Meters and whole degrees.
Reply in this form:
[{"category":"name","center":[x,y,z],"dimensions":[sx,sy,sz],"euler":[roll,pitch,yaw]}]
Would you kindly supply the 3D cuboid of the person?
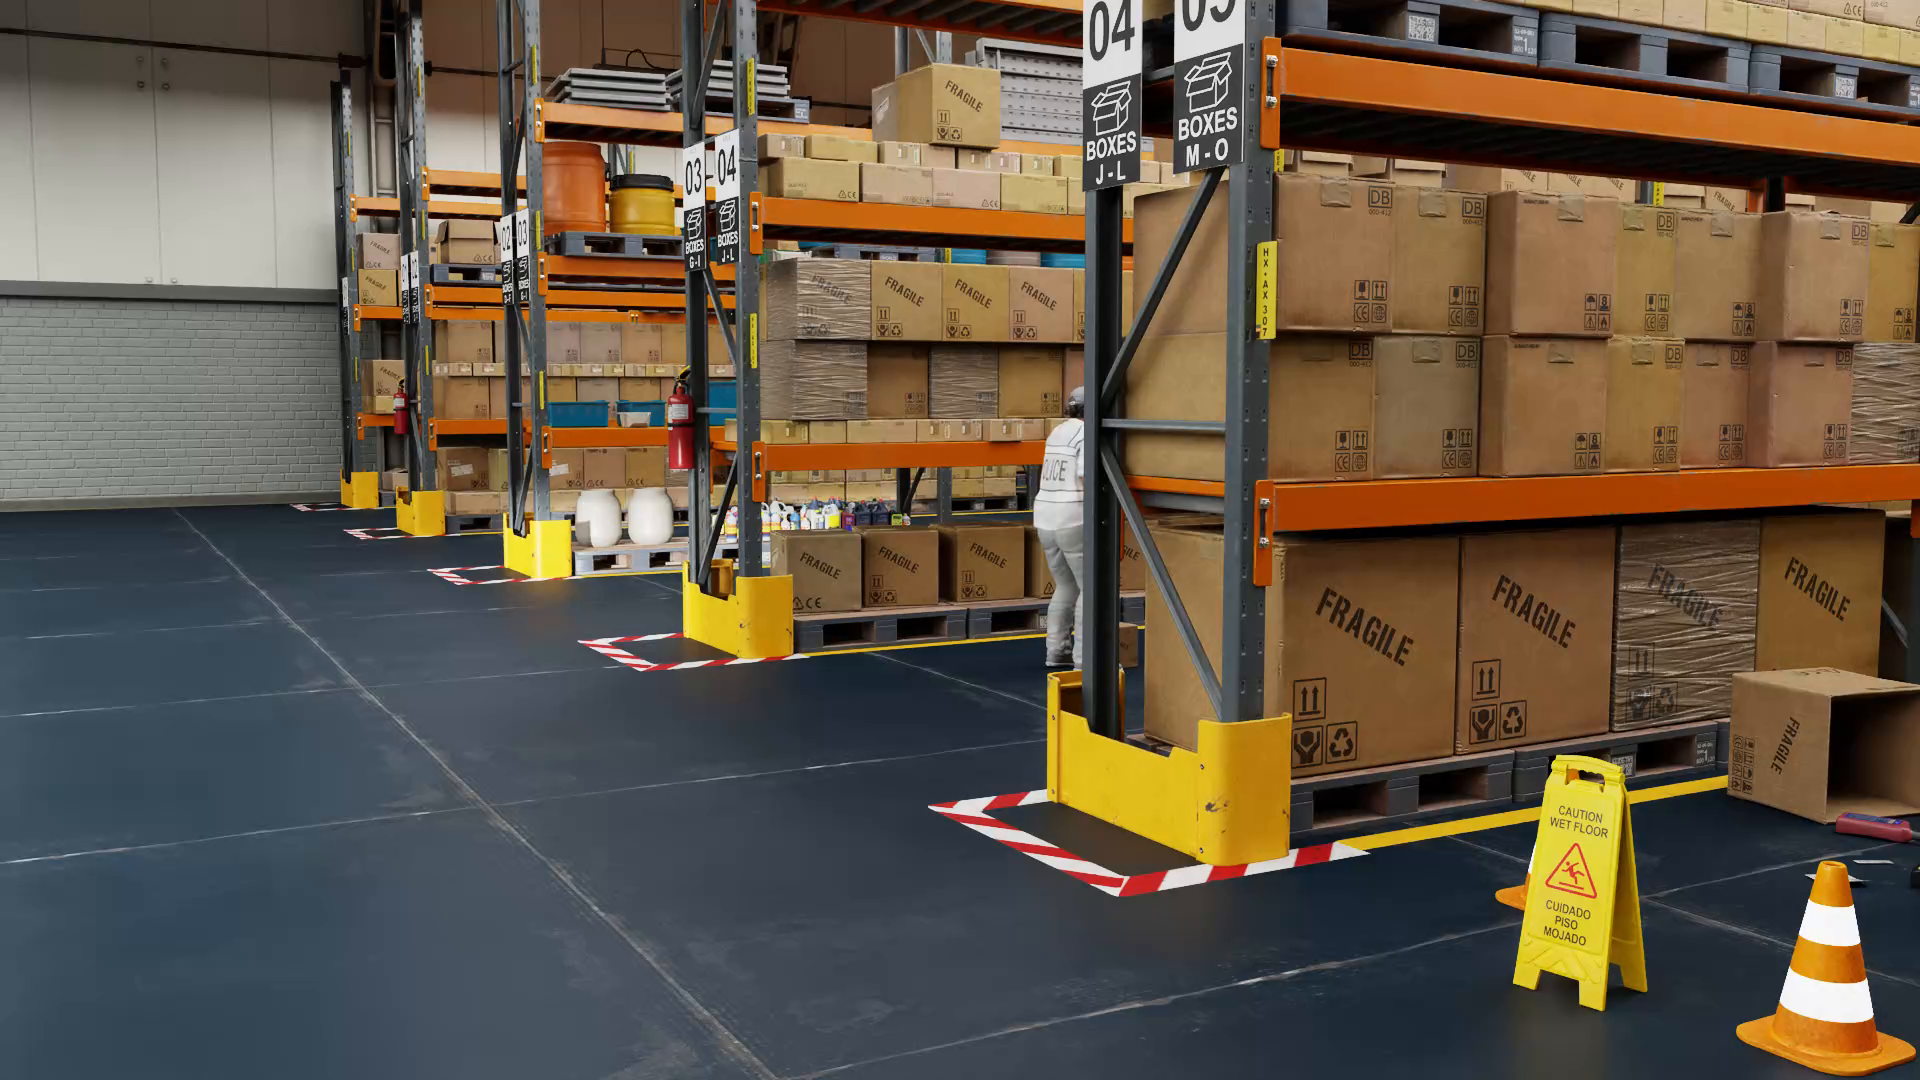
[{"category":"person","center":[0.694,-0.068,9.725],"dimensions":[0.470,1.665,0.537],"euler":[-3,6,-29]}]
